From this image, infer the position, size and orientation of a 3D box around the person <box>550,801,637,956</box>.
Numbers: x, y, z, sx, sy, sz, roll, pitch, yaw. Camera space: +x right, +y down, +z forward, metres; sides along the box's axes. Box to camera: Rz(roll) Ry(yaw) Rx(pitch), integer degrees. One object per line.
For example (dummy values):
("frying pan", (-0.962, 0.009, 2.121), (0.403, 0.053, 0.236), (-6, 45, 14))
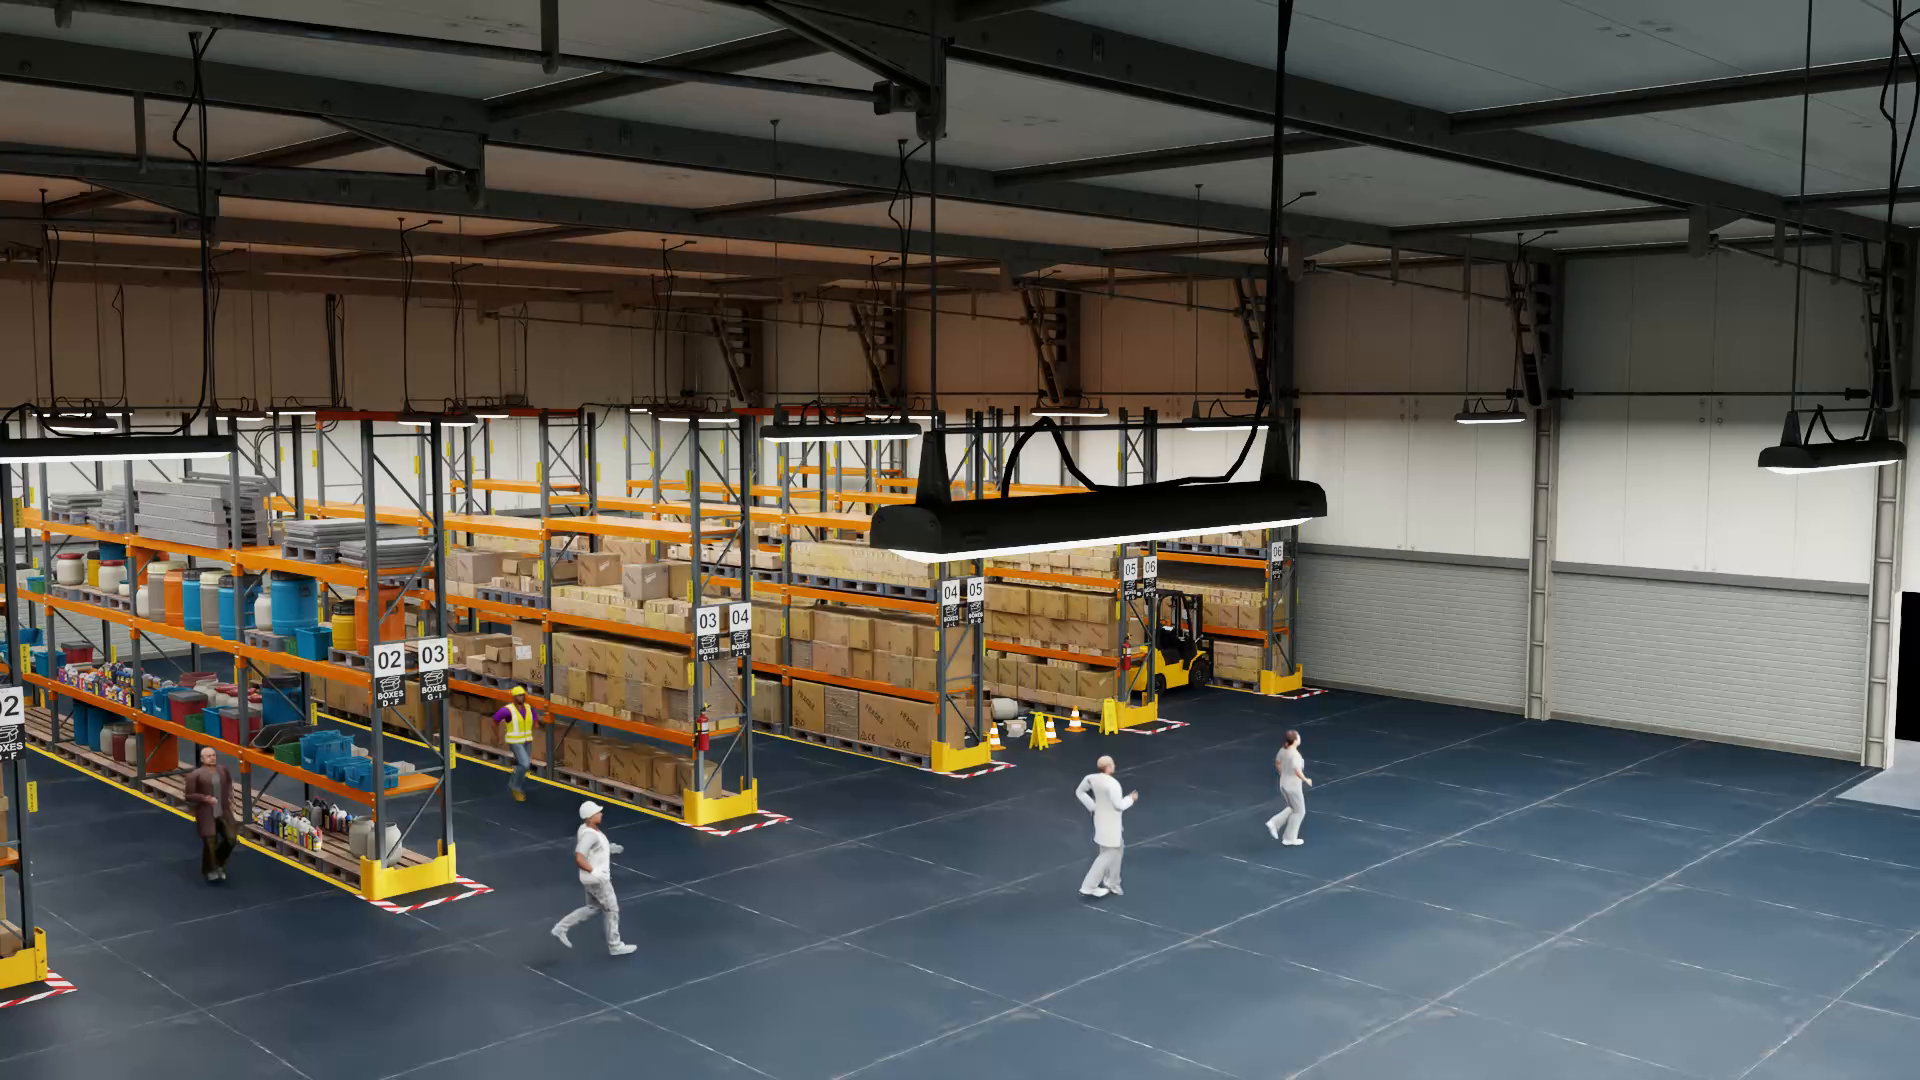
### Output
("person", (-4.111, 3.795, 18.623), (0.941, 1.763, 0.696), (-2, 5, -19))

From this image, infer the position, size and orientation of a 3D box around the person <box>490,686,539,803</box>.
("person", (-6.828, 3.170, 25.819), (0.728, 1.801, 0.670), (4, 6, 35))

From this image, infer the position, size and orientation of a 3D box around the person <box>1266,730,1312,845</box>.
("person", (4.592, 3.460, 23.220), (0.566, 1.634, 0.582), (-2, 5, -18))

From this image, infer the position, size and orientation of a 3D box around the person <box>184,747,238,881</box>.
("person", (-9.608, 3.557, 21.445), (0.672, 1.763, 0.675), (4, 7, 41))

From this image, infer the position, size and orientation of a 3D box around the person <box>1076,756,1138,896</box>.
("person", (1.846, 3.607, 20.805), (0.794, 1.844, 0.685), (-2, 5, -21))
